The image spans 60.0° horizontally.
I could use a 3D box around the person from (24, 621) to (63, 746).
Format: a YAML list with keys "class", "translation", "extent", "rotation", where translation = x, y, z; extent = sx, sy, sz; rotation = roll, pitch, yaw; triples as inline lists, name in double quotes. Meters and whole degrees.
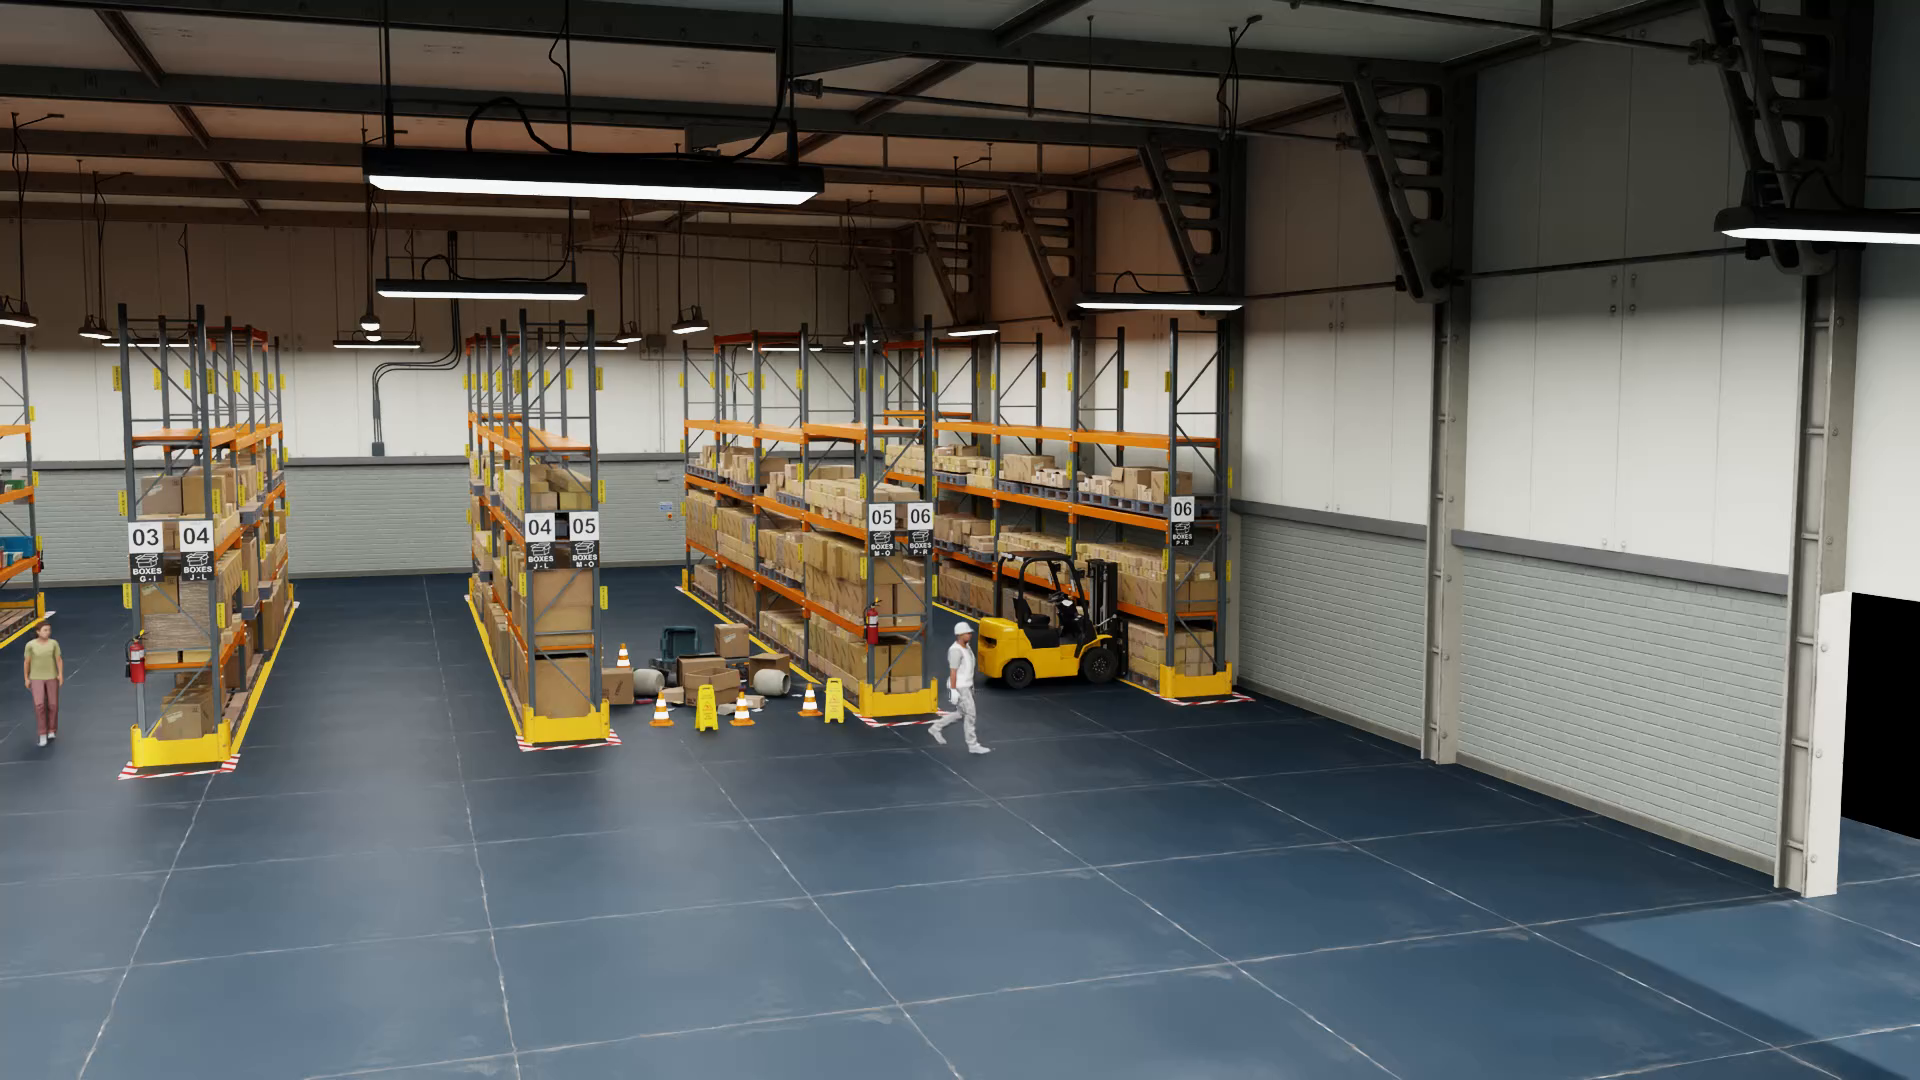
- class: "person"
  translation: [-12.741, 1.983, 23.200]
  extent: [0.466, 1.687, 0.690]
  rotation: [-5, 7, -40]

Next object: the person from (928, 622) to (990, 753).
- class: "person"
  translation: [-0.003, 1.986, 22.549]
  extent: [0.905, 1.759, 0.619]
  rotation: [1, 6, 14]
